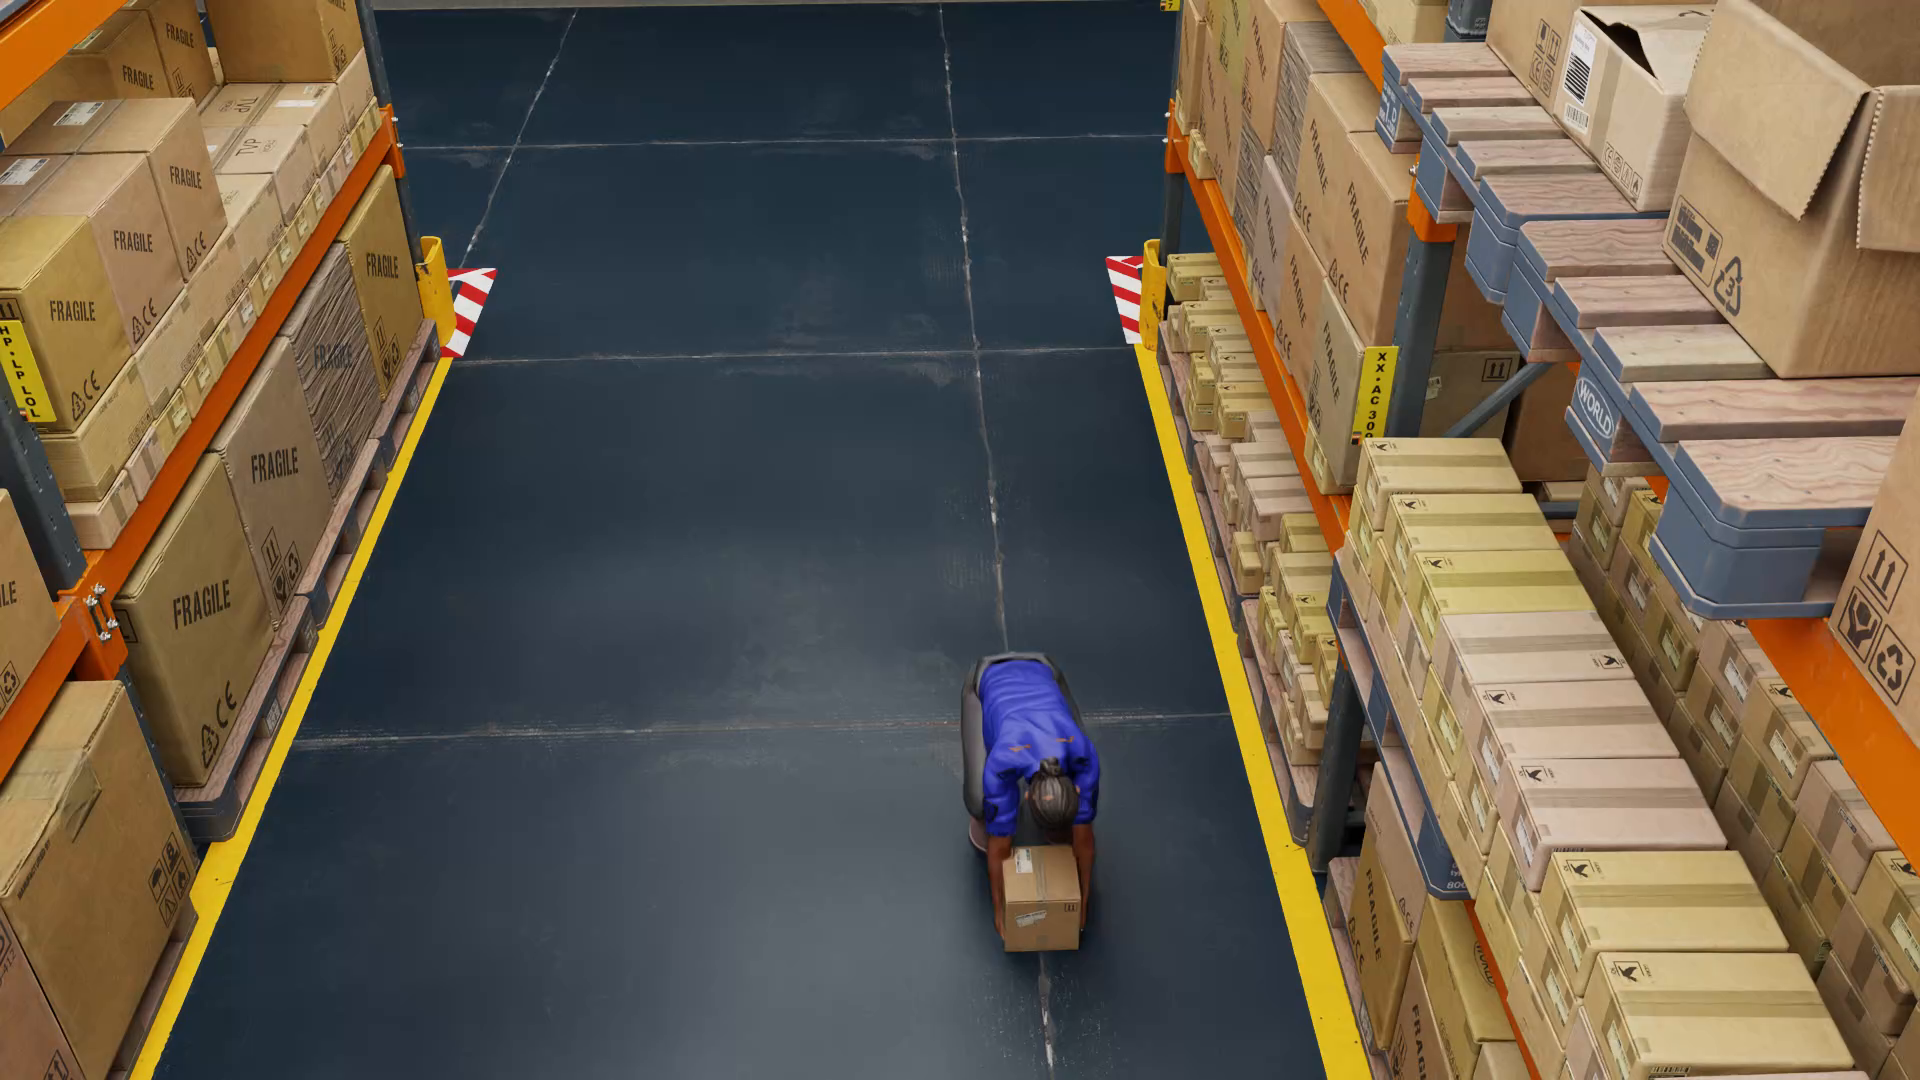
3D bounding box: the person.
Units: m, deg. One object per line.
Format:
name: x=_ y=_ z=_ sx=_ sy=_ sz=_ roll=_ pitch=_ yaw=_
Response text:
person: x=0.240 y=0.846 z=5.773 sx=0.463 sy=0.772 sz=0.872 roll=-4 pitch=36 yaw=-5
